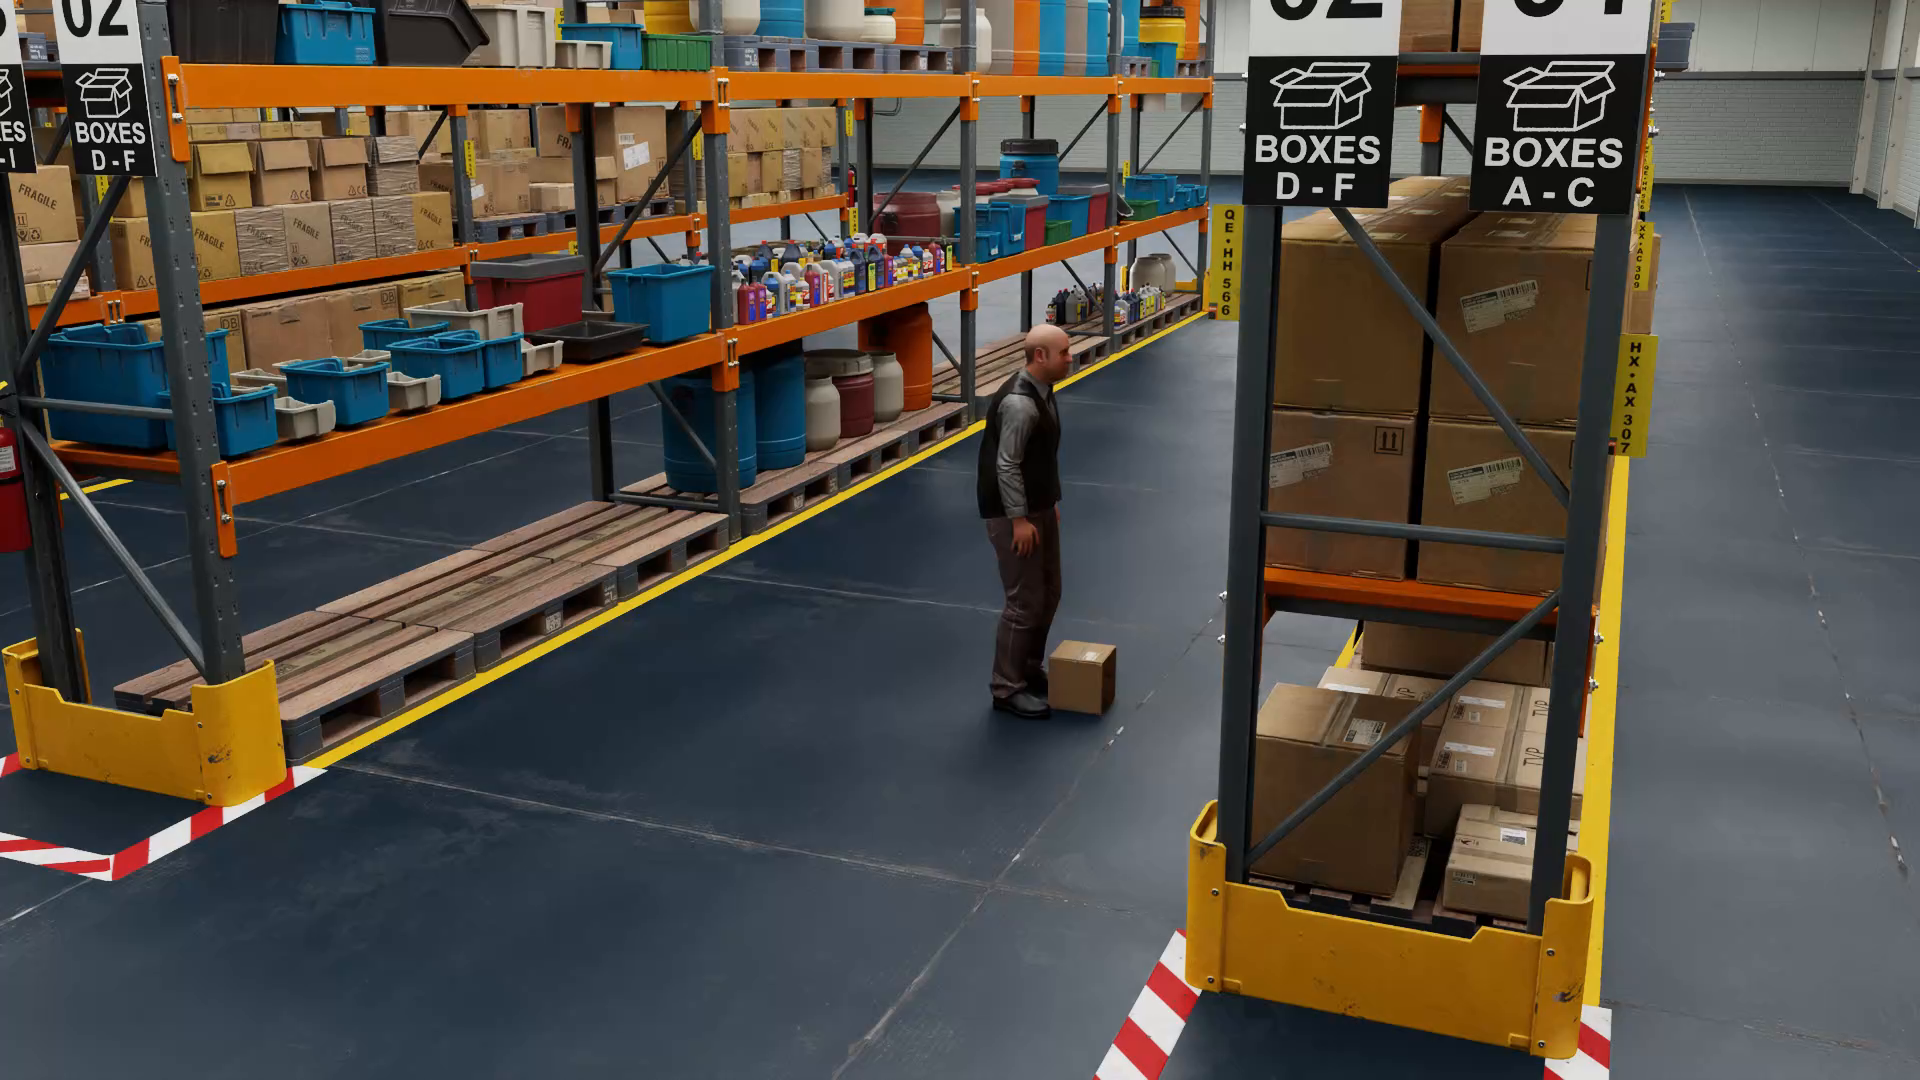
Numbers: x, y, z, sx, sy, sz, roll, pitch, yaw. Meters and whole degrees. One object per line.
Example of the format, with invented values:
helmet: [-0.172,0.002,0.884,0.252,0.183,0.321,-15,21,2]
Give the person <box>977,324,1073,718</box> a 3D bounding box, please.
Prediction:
person: [0.294,-0.112,7.477,0.418,1.721,0.593,5,16,17]
